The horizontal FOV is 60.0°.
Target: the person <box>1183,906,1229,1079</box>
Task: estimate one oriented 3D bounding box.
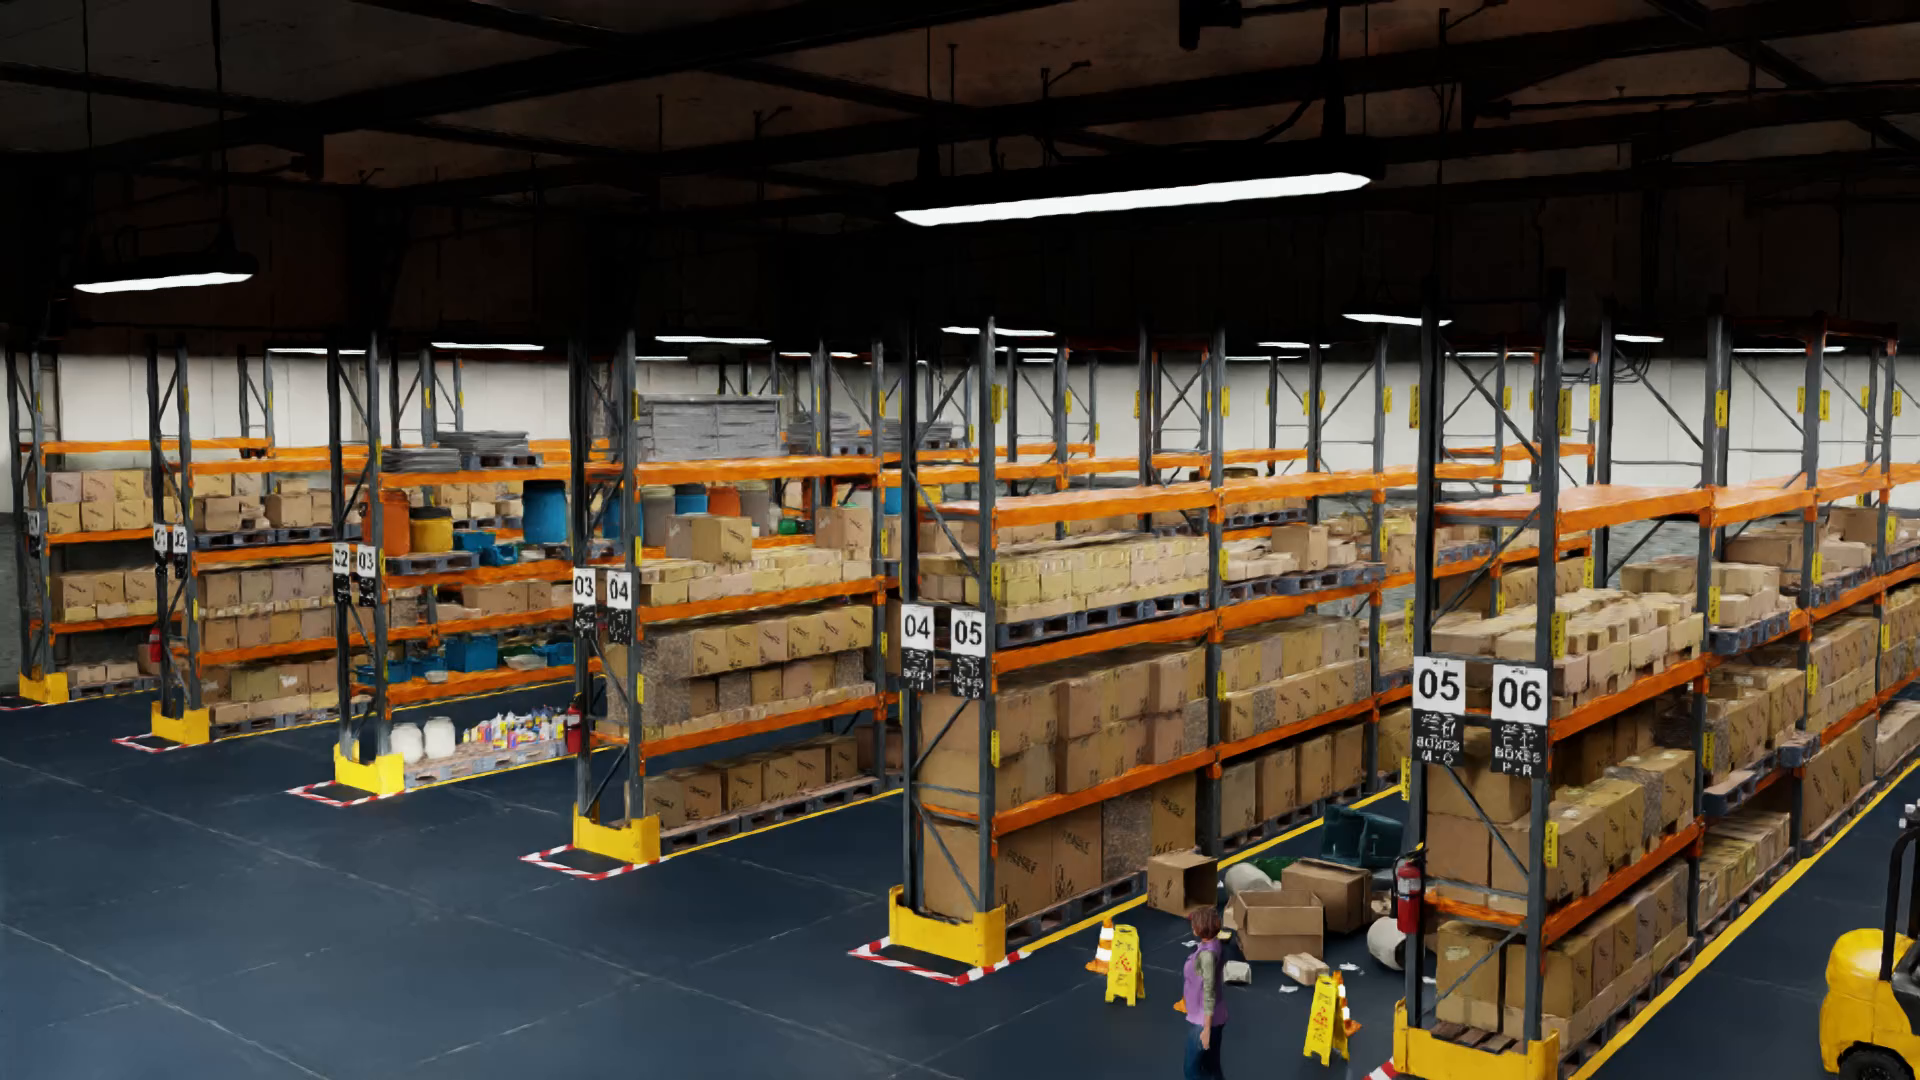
[{"bbox_3d":[1.721,3.331,11.483,0.366,1.592,0.520,1,5,16],"label":"person"}]

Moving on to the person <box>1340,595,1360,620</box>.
[{"bbox_3d":[8.032,1.280,34.070,0.570,1.658,0.495,-1,5,-15],"label":"person"}]
